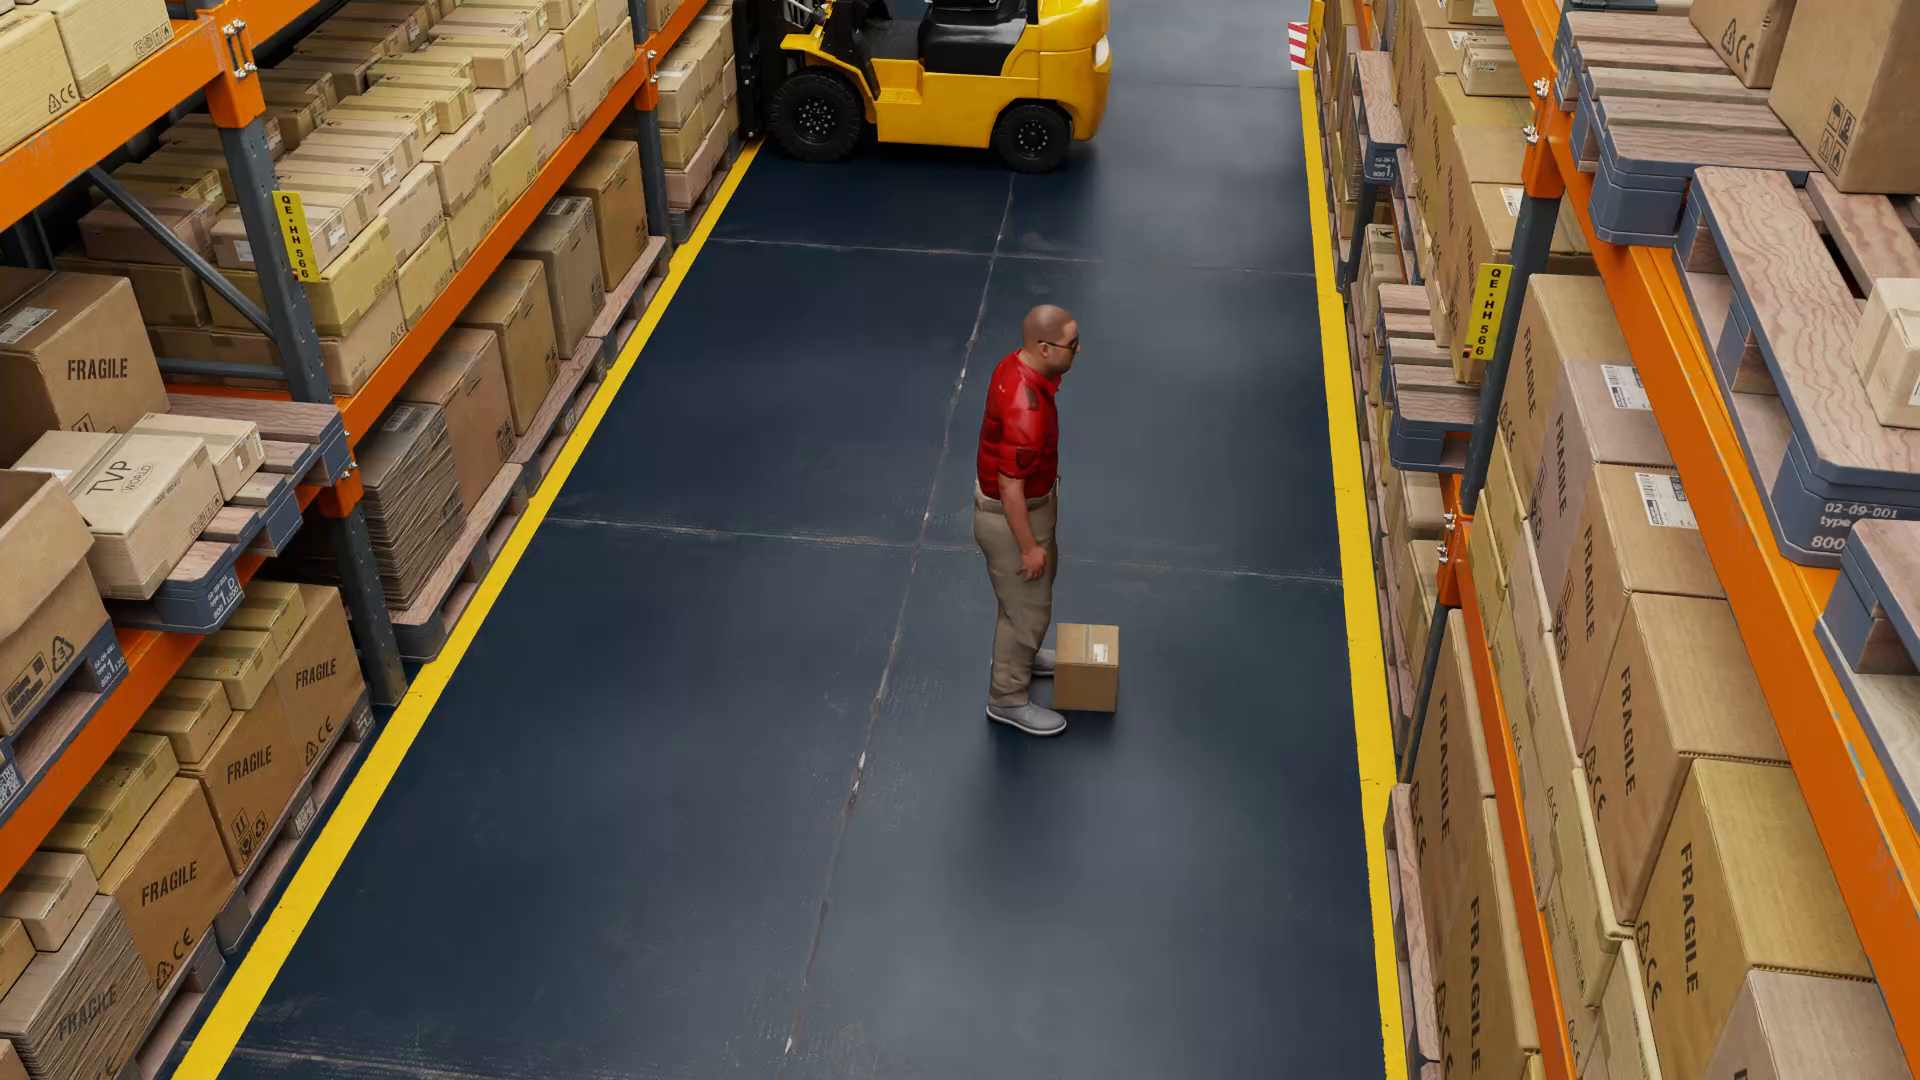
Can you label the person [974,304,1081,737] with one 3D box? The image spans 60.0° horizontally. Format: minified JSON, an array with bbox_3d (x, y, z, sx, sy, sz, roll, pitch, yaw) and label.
[{"bbox_3d":[0.252,-0.098,6.295,0.393,1.726,0.599,2,36,3],"label":"person"}]
